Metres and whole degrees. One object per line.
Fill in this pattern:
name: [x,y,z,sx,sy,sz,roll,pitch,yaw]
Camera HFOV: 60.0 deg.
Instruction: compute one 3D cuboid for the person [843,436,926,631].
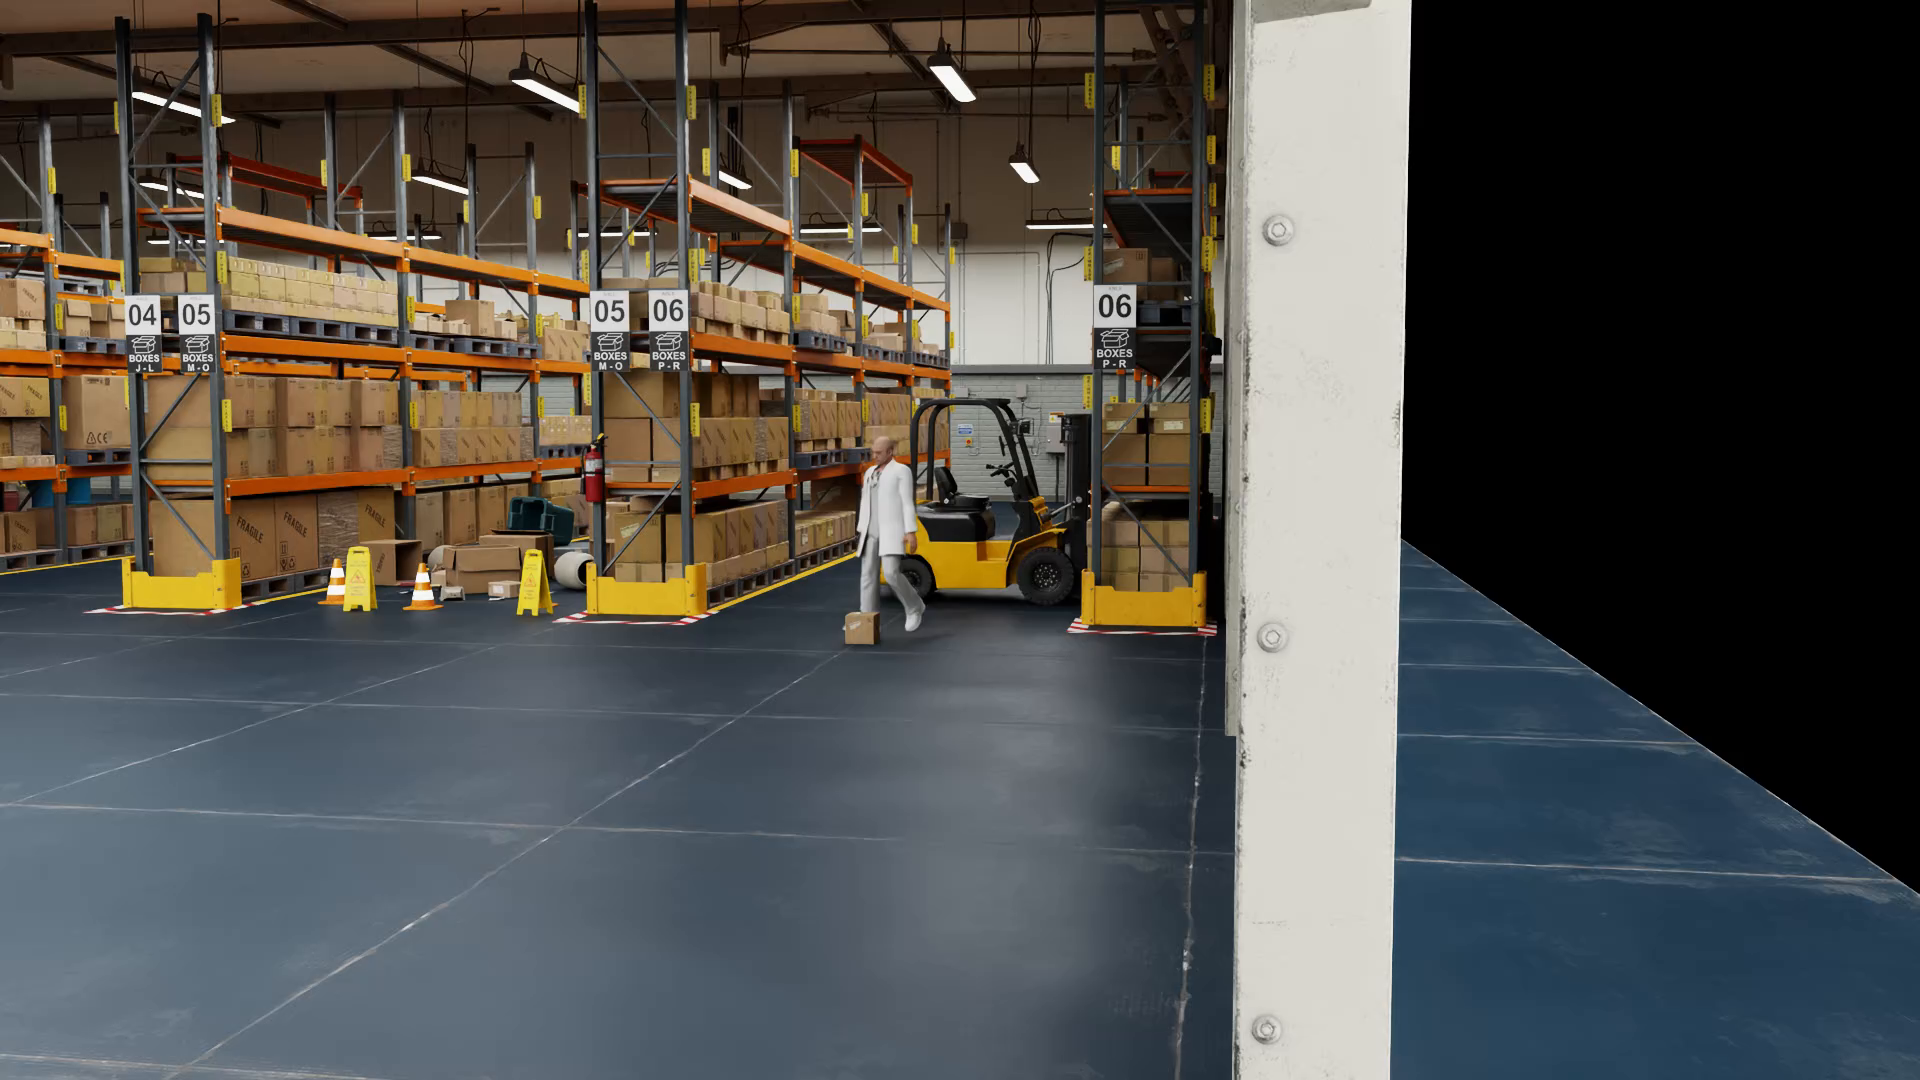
person: [-0.679,-0.049,14.972,0.677,1.775,0.632,4,6,40]
